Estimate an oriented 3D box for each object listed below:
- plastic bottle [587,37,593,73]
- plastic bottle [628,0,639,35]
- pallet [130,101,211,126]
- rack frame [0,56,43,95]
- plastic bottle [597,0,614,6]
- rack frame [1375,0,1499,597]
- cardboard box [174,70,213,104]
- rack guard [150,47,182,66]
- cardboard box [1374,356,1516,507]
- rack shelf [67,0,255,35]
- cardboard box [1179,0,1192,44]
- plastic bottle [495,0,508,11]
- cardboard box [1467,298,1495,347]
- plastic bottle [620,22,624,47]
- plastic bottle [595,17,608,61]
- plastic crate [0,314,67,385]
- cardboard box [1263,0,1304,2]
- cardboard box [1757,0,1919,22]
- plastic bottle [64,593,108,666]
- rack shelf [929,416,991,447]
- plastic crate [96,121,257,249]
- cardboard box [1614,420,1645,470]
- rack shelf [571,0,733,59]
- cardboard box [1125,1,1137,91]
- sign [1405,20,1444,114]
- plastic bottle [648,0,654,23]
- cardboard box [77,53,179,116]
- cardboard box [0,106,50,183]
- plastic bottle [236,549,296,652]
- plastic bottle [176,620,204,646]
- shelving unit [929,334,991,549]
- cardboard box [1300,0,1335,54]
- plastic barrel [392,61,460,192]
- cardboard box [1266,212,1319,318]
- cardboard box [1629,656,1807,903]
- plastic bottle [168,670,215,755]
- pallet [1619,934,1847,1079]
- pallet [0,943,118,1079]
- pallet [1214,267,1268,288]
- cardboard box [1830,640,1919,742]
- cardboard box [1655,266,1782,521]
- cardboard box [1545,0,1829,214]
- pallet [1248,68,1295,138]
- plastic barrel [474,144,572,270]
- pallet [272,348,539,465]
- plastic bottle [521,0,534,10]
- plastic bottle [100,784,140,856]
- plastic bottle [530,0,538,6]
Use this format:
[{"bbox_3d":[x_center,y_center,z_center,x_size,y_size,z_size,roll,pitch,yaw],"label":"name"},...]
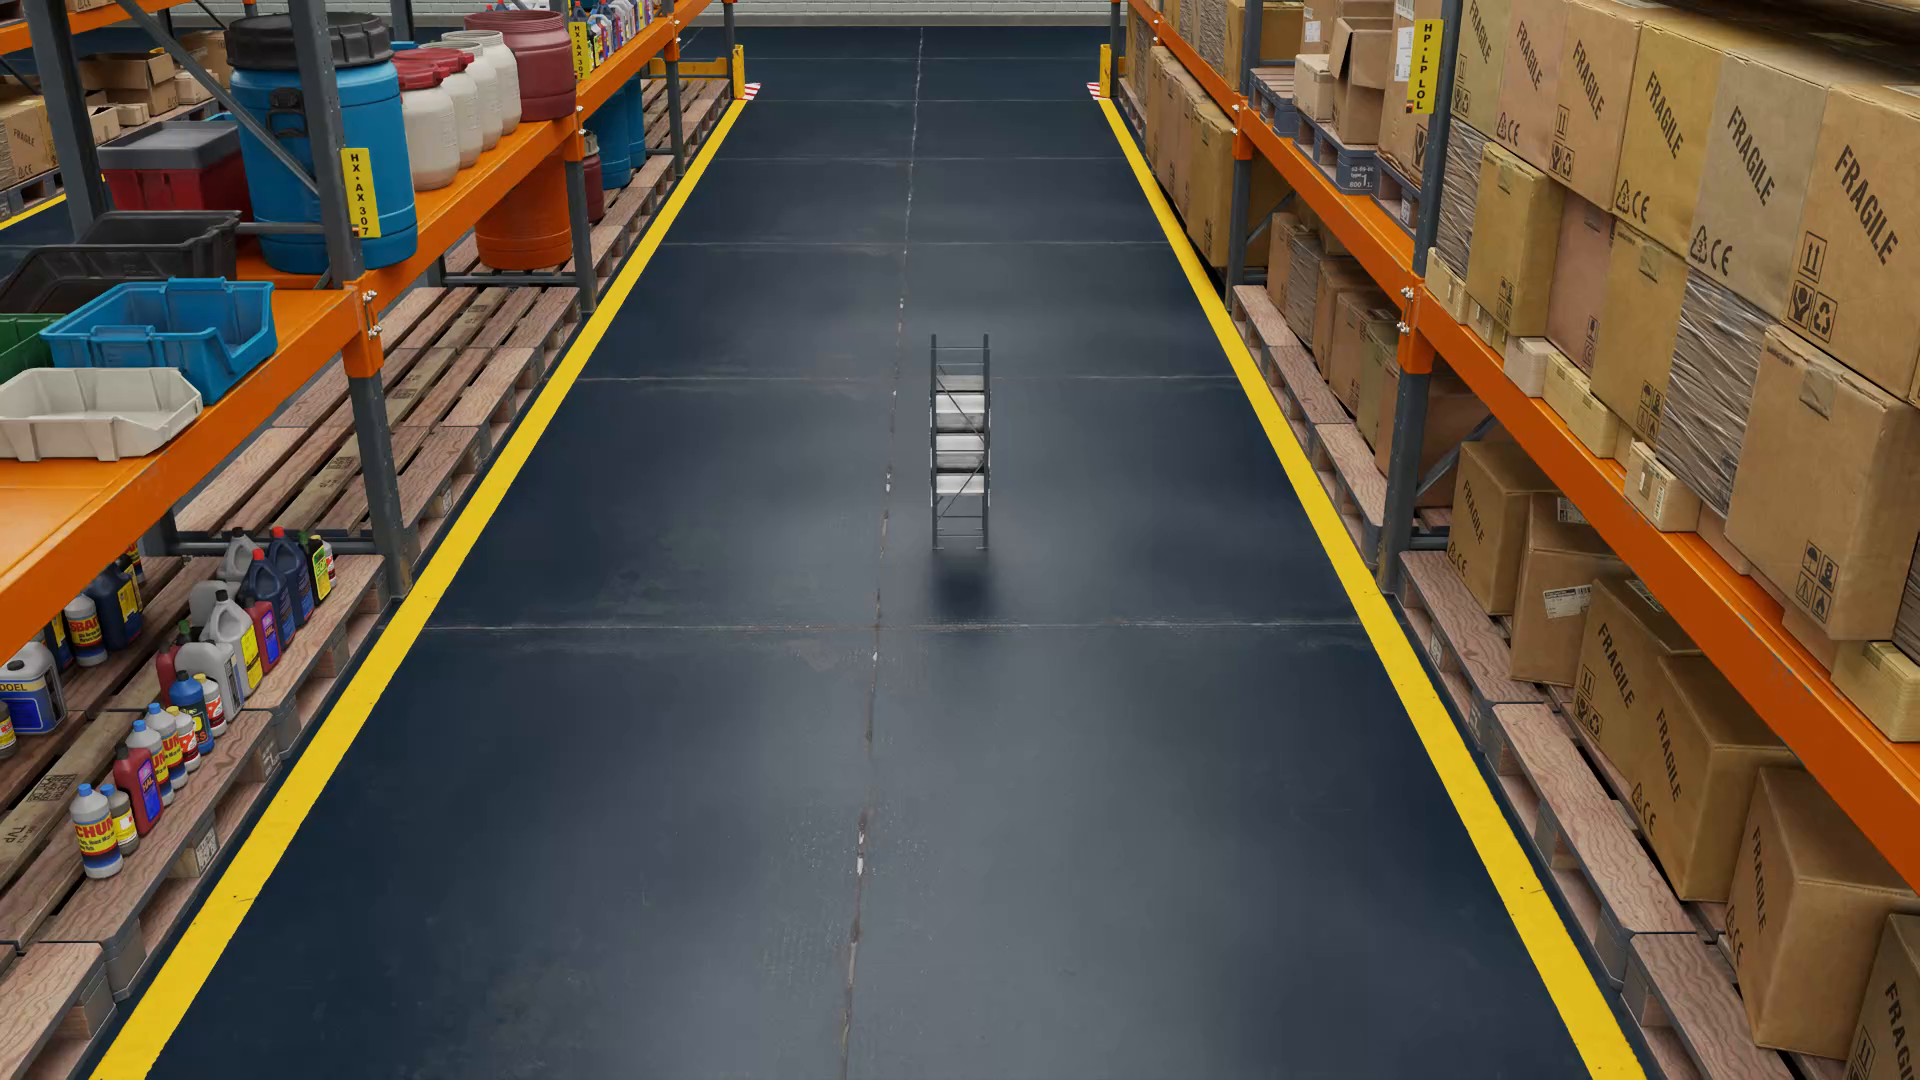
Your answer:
[{"bbox_3d":[-2.426,-3.164,10.747,0.061,0.283,0.133,0,24,-1],"label":"plastic bottle"},{"bbox_3d":[-2.488,-3.963,12.433,0.144,0.351,0.185,0,24,-1],"label":"plastic bottle"},{"bbox_3d":[-7.803,-3.935,15.695,1.003,0.211,1.213,0,24,-1],"label":"pallet"},{"bbox_3d":[-7.780,-4.419,13.380,1.000,3.000,0.127,0,24,-1],"label":"rack frame"},{"bbox_3d":[-2.632,-3.963,12.432,0.144,0.351,0.185,0,24,-1],"label":"plastic bottle"},{"bbox_3d":[2.213,-1.165,6.186,1.000,3.000,0.127,0,24,-1],"label":"rack frame"},{"bbox_3d":[-7.591,-4.400,16.141,0.500,0.250,0.500,0,24,-1],"label":"cardboard box"},{"bbox_3d":[-7.823,-4.897,17.470,1.175,0.500,0.348,0,24,-1],"label":"rack guard"},{"bbox_3d":[2.228,-0.480,7.170,0.700,0.500,0.500,-2,24,-5],"label":"cardboard box"},{"bbox_3d":[-7.802,-4.915,15.350,1.077,0.370,4.000,0,24,-1],"label":"rack shelf"},{"bbox_3d":[1.892,-3.903,12.119,0.500,0.500,0.500,-1,24,-2],"label":"cardboard box"},{"bbox_3d":[-3.190,-3.601,11.633,0.144,0.351,0.185,0,24,-1],"label":"plastic bottle"},{"bbox_3d":[1.935,-0.755,5.584,0.380,0.149,0.250,0,24,-1],"label":"cardboard box"},{"bbox_3d":[-2.457,-3.631,11.879,0.097,0.201,0.097,0,24,0],"label":"plastic bottle"},{"bbox_3d":[-2.432,-3.394,11.256,0.061,0.283,0.133,0,24,-1],"label":"plastic bottle"},{"bbox_3d":[-3.007,-0.486,4.941,0.450,0.188,0.662,0,24,-1],"label":"plastic crate"},{"bbox_3d":[2.178,-3.617,10.270,0.797,0.503,0.637,1,24,1],"label":"cardboard box"},{"bbox_3d":[2.504,-1.206,4.580,0.500,0.500,0.500,0,24,-1],"label":"cardboard box"},{"bbox_3d":[-3.023,0.293,5.738,0.097,0.271,0.097,0,24,0],"label":"plastic bottle"},{"bbox_3d":[0.000,-0.465,7.049,0.258,0.077,0.200,0,24,-1],"label":"rack shelf"},{"bbox_3d":[-3.051,-1.370,6.562,0.402,0.464,0.583,0,24,-1],"label":"plastic crate"},{"bbox_3d":[1.992,-0.240,4.445,0.380,0.149,0.250,0,24,-1],"label":"cardboard box"},{"bbox_3d":[-2.849,-4.936,15.396,1.077,0.370,4.000,0,24,-1],"label":"rack shelf"},{"bbox_3d":[2.169,-5.070,16.888,0.875,0.875,0.875,0,24,-1],"label":"cardboard box"},{"bbox_3d":[1.658,-1.689,5.939,0.100,0.325,0.005,0,24,-1],"label":"sign"},{"bbox_3d":[-2.499,-4.222,13.095,0.152,0.276,0.135,0,24,-1],"label":"plastic bottle"},{"bbox_3d":[-7.806,-4.256,15.515,0.797,0.503,0.637,0,24,-1],"label":"cardboard box"},{"bbox_3d":[-7.491,-3.074,12.907,0.500,0.500,0.500,0,24,0],"label":"cardboard box"},{"bbox_3d":[-2.442,0.207,5.834,0.144,0.351,0.185,-1,24,-3],"label":"plastic bottle"},{"bbox_3d":[-2.541,0.382,5.529,0.061,0.283,0.133,0,24,-1],"label":"plastic bottle"},{"bbox_3d":[0.000,-0.413,7.072,0.258,0.900,0.210,0,24,-1],"label":"shelving unit"},{"bbox_3d":[2.215,-2.828,9.232,0.500,0.500,0.500,-3,25,-7],"label":"cardboard box"},{"bbox_3d":[-2.539,-1.902,7.651,0.433,0.535,0.433,0,24,0],"label":"plastic barrel"},{"bbox_3d":[2.197,-1.599,9.645,0.700,0.500,0.500,-2,24,-3],"label":"cardboard box"},{"bbox_3d":[2.238,0.669,4.654,0.500,0.500,0.500,2,24,4],"label":"cardboard box"},{"bbox_3d":[-2.411,0.534,5.207,0.097,0.271,0.097,0,24,0],"label":"plastic bottle"},{"bbox_3d":[2.282,1.387,3.926,1.003,0.211,1.213,0,24,-1],"label":"pallet"},{"bbox_3d":[-2.747,1.410,3.876,1.003,0.211,1.213,0,24,-1],"label":"pallet"},{"bbox_3d":[2.236,-1.868,11.124,1.003,0.211,1.213,0,24,-1],"label":"pallet"},{"bbox_3d":[1.991,0.275,3.306,0.380,0.149,0.250,0,24,-1],"label":"cardboard box"},{"bbox_3d":[2.190,-0.336,3.872,0.875,0.500,0.500,0,24,-1],"label":"cardboard box"},{"bbox_3d":[1.976,-1.203,4.575,0.500,0.500,0.500,0,24,-1],"label":"cardboard box"},{"bbox_3d":[2.284,-2.433,9.222,1.213,0.211,1.003,0,24,-1],"label":"pallet"},{"bbox_3d":[-2.806,-2.195,10.588,0.600,0.830,0.708,0,24,-1],"label":"plastic barrel"},{"bbox_3d":[-2.803,-0.700,8.541,1.003,0.211,1.213,0,24,-1],"label":"pallet"},{"bbox_3d":[-3.193,-3.809,12.182,0.152,0.276,0.135,0,24,-1],"label":"plastic bottle"},{"bbox_3d":[-2.405,0.789,4.728,0.097,0.201,0.097,0,24,0],"label":"plastic bottle"},{"bbox_3d":[-3.225,-3.990,12.587,0.097,0.271,0.097,0,24,0],"label":"plastic bottle"}]
